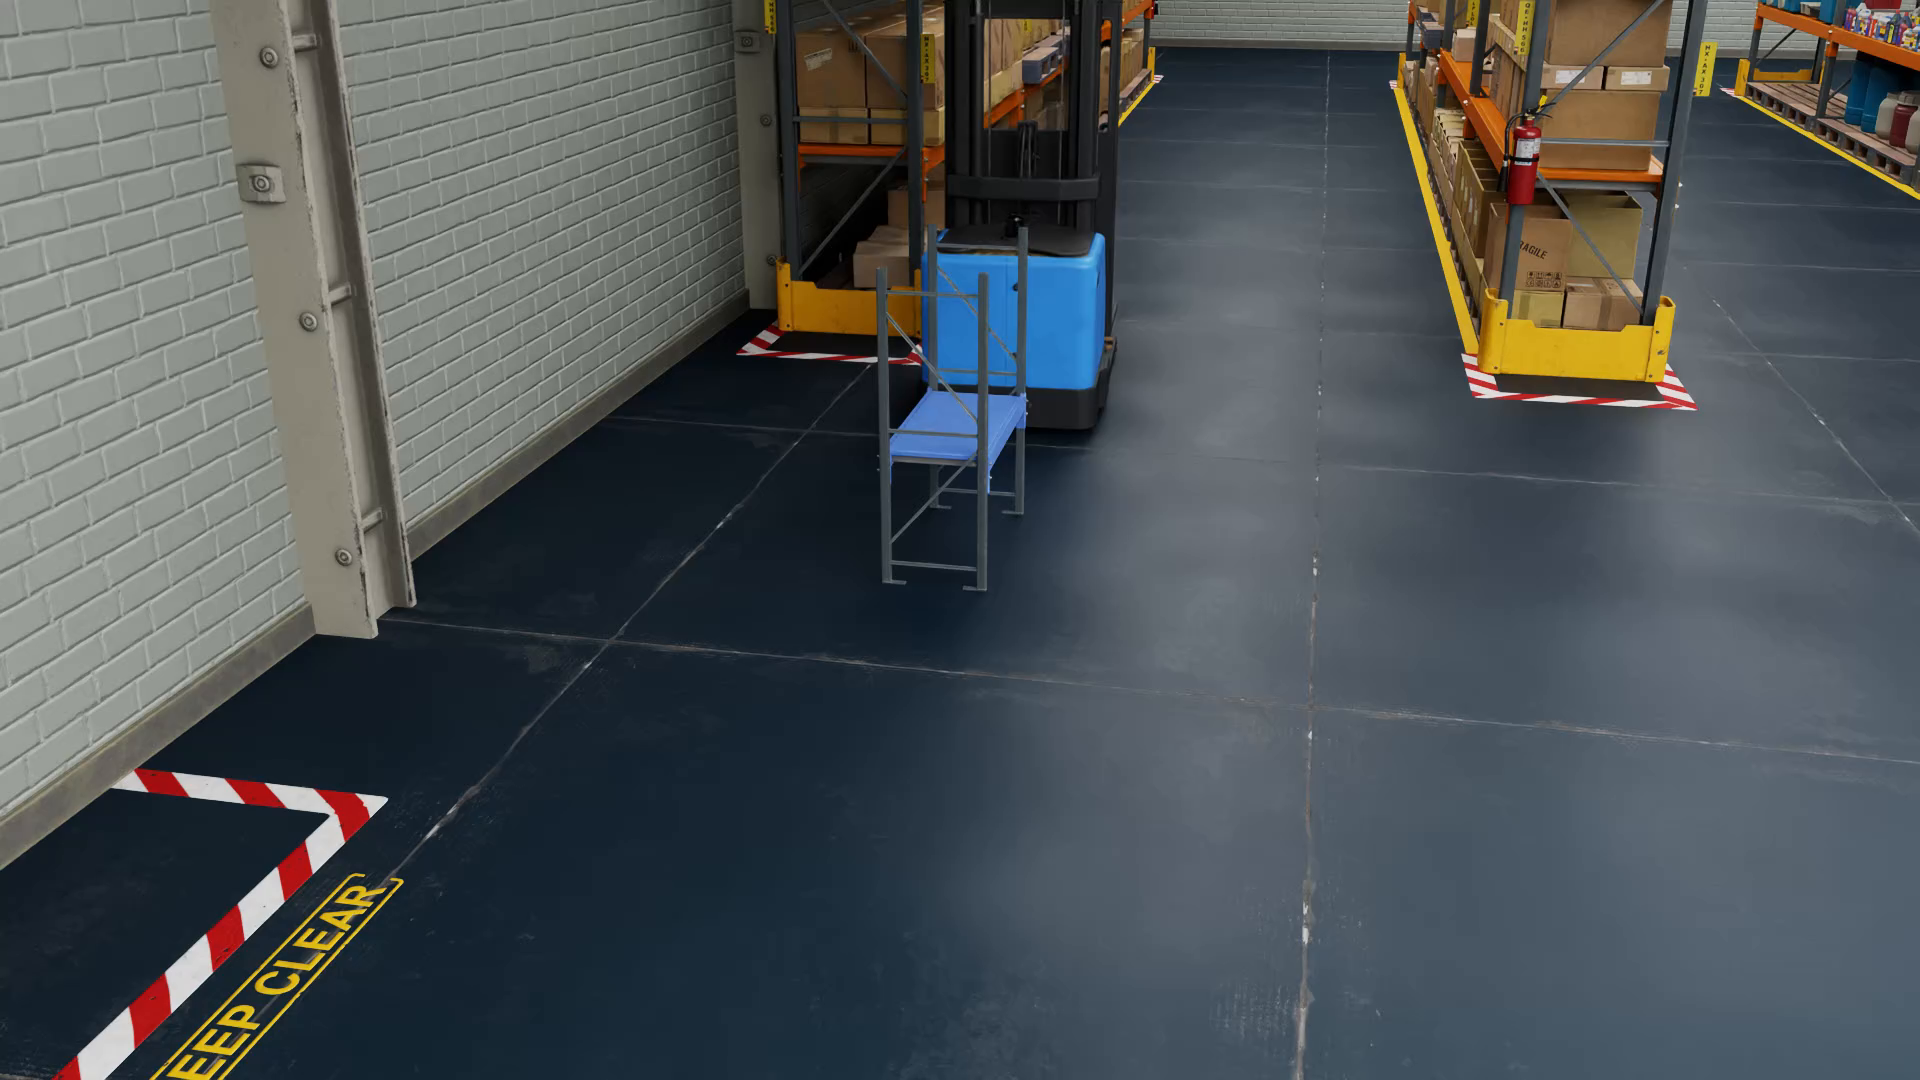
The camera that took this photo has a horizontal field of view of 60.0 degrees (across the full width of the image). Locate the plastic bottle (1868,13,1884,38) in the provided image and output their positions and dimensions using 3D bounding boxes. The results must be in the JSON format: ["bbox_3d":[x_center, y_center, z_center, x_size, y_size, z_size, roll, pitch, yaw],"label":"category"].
[{"bbox_3d":[10.736,-6.012,19.432,0.152,0.276,0.135,4,22,11],"label":"plastic bottle"}]

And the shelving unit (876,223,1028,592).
[{"bbox_3d":[-0.017,-0.664,7.996,0.538,1.500,1.048,4,22,11],"label":"shelving unit"}]

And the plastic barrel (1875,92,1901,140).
[{"bbox_3d":[10.918,-4.933,19.355,0.421,0.512,0.421,0,22,0],"label":"plastic barrel"}]

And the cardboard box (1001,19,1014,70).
[{"bbox_3d":[0.171,-4.286,14.151,0.500,0.500,0.500,4,22,11],"label":"cardboard box"}]

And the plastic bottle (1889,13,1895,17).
[{"bbox_3d":[10.885,-6.000,19.404,0.152,0.276,0.135,4,22,11],"label":"plastic bottle"}]

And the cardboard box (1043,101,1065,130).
[{"bbox_3d":[0.782,-4.618,18.562,0.700,0.500,0.500,5,22,12],"label":"cardboard box"}]

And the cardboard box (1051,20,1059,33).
[{"bbox_3d":[0.704,-5.712,17.799,0.700,0.500,0.500,2,22,6],"label":"cardboard box"}]

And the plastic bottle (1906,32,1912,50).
[{"bbox_3d":[10.429,-5.477,18.204,0.097,0.201,0.097,0,22,0],"label":"plastic bottle"}]

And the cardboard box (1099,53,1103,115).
[{"bbox_3d":[1.341,-5.617,20.601,0.750,0.750,0.750,4,22,11],"label":"cardboard box"}]

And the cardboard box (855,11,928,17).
[{"bbox_3d":[-0.550,-3.948,13.312,0.500,0.500,0.500,5,22,12],"label":"cardboard box"}]

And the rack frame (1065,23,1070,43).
[{"bbox_3d":[0.878,-5.841,18.841,1.000,3.000,0.127,4,22,11],"label":"rack frame"}]

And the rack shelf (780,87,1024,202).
[{"bbox_3d":[-0.347,-3.313,13.527,1.077,0.370,4.000,4,22,11],"label":"rack shelf"}]

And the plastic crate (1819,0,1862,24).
[{"bbox_3d":[11.154,-6.766,21.078,0.392,0.384,0.575,4,22,11],"label":"plastic crate"}]

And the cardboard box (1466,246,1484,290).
[{"bbox_3d":[4.106,-2.044,12.531,0.500,0.250,0.500,4,22,11],"label":"cardboard box"}]

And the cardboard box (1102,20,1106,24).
[{"bbox_3d":[1.665,-6.680,21.235,0.380,0.149,0.250,4,22,11],"label":"cardboard box"}]

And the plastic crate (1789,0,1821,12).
[{"bbox_3d":[11.506,-7.305,22.621,0.416,0.233,0.300,4,22,11],"label":"plastic crate"}]

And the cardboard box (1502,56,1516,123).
[{"bbox_3d":[4.620,-3.509,12.917,0.700,0.500,0.500,5,22,12],"label":"cardboard box"}]

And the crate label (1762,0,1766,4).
[{"bbox_3d":[11.836,-7.896,24.089,0.416,0.233,0.303,4,22,11],"label":"crate label"}]

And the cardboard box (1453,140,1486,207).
[{"bbox_3d":[4.510,-3.123,14.208,0.500,0.500,0.500,4,22,11],"label":"cardboard box"}]

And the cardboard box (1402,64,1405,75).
[{"bbox_3d":[6.938,-7.145,25.307,0.380,0.149,0.250,4,22,11],"label":"cardboard box"}]

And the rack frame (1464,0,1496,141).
[{"bbox_3d":[4.912,-4.002,14.274,1.000,3.000,0.127,4,22,11],"label":"rack frame"}]

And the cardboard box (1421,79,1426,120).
[{"bbox_3d":[6.000,-5.436,20.592,0.500,0.500,0.500,5,22,12],"label":"cardboard box"}]

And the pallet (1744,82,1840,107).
[{"bbox_3d":[12.002,-6.419,24.010,1.003,0.211,1.213,4,22,11],"label":"pallet"}]

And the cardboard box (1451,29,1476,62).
[{"bbox_3d":[5.356,-5.111,17.148,0.500,0.311,0.500,4,22,10],"label":"cardboard box"}]

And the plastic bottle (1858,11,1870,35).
[{"bbox_3d":[10.800,-6.174,19.842,0.097,0.271,0.097,0,22,0],"label":"plastic bottle"}]

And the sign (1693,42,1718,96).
[{"bbox_3d":[4.638,-2.933,10.355,0.100,0.325,0.005,4,22,11],"label":"sign"}]

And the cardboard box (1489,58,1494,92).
[{"bbox_3d":[4.969,-4.115,14.758,0.500,0.250,0.500,6,23,14],"label":"cardboard box"}]

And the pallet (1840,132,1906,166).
[{"bbox_3d":[10.947,-4.528,19.315,1.003,0.211,1.213,4,22,11],"label":"pallet"}]

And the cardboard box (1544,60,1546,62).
[{"bbox_3d":[4.039,-3.136,11.123,0.380,0.149,0.250,5,22,12],"label":"cardboard box"}]

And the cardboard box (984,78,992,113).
[{"bbox_3d":[-0.037,-3.571,13.378,0.500,0.250,0.500,5,22,11],"label":"cardboard box"}]

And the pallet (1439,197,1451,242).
[{"bbox_3d":[5.024,-2.981,15.472,1.003,0.211,1.213,4,22,11],"label":"pallet"}]

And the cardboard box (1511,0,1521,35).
[{"bbox_3d":[4.623,-4.119,12.696,0.700,0.500,0.500,4,22,11],"label":"cardboard box"}]

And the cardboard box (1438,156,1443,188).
[{"bbox_3d":[5.027,-3.653,16.527,0.500,0.250,0.500,5,22,12],"label":"cardboard box"}]

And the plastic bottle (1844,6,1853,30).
[{"bbox_3d":[10.900,-6.393,20.368,0.061,0.283,0.133,4,22,11],"label":"plastic bottle"}]

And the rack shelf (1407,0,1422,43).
[{"bbox_3d":[6.952,-7.325,23.490,1.077,0.370,4.000,4,22,11],"label":"rack shelf"}]

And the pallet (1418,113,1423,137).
[{"bbox_3d":[6.415,-5.334,21.314,1.003,0.211,1.213,4,22,11],"label":"pallet"}]

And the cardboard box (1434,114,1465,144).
[{"bbox_3d":[5.235,-4.282,17.339,0.500,0.311,0.500,4,22,10],"label":"cardboard box"}]

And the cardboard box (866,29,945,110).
[{"bbox_3d":[-0.363,-3.354,11.837,0.500,0.500,0.500,4,22,11],"label":"cardboard box"}]

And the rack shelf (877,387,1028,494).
[{"bbox_3d":[-0.017,-0.498,8.063,0.538,0.185,1.000,4,22,11],"label":"rack shelf"}]

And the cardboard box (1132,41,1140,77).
[{"bbox_3d":[2.363,-7.355,25.385,0.700,0.500,0.500,4,22,11],"label":"cardboard box"}]

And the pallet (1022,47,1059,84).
[{"bbox_3d":[0.360,-4.557,15.911,1.003,0.211,1.213,4,22,11],"label":"pallet"}]

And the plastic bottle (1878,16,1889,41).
[{"bbox_3d":[10.638,-5.885,19.122,0.097,0.271,0.097,0,22,0],"label":"plastic bottle"}]

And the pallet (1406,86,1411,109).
[{"bbox_3d":[6.932,-6.332,23.795,1.003,0.211,1.213,4,22,11],"label":"pallet"}]

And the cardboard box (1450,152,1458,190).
[{"bbox_3d":[4.714,-3.351,15.027,0.500,0.311,0.500,4,22,11],"label":"cardboard box"}]

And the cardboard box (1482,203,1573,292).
[{"bbox_3d":[3.914,-2.025,11.481,0.500,0.500,0.500,4,22,11],"label":"cardboard box"}]

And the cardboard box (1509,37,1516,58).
[{"bbox_3d":[4.355,-3.699,12.520,0.380,0.149,0.250,4,22,10],"label":"cardboard box"}]

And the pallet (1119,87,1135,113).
[{"bbox_3d":[1.926,-6.282,23.670,1.003,0.211,1.213,4,22,11],"label":"pallet"}]

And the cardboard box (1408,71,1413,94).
[{"bbox_3d":[6.536,-6.389,23.211,0.500,0.311,0.500,4,22,11],"label":"cardboard box"}]

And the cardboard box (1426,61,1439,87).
[{"bbox_3d":[5.901,-5.612,20.027,0.500,0.250,0.500,4,22,10],"label":"cardboard box"}]

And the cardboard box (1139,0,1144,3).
[{"bbox_3d":[2.278,-8.452,24.922,0.980,0.700,0.700,4,22,10],"label":"cardboard box"}]

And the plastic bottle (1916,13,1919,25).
[{"bbox_3d":[11.346,-6.108,19.570,0.144,0.351,0.185,4,22,11],"label":"plastic bottle"}]

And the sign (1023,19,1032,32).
[{"bbox_3d":[0.594,-4.741,14.951,0.100,0.325,0.005,4,22,11],"label":"sign"}]

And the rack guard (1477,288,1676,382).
[{"bbox_3d":[4.091,-1.371,11.087,1.175,0.500,0.348,4,22,11],"label":"rack guard"}]

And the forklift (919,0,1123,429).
[{"bbox_3d":[0.482,-2.525,10.699,1.130,2.935,3.031,3,22,8],"label":"forklift"}]

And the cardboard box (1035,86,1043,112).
[{"bbox_3d":[0.604,-4.762,17.916,0.500,0.250,0.500,5,22,12],"label":"cardboard box"}]

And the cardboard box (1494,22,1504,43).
[{"bbox_3d":[4.616,-4.174,13.699,0.380,0.149,0.250,5,22,12],"label":"cardboard box"}]
